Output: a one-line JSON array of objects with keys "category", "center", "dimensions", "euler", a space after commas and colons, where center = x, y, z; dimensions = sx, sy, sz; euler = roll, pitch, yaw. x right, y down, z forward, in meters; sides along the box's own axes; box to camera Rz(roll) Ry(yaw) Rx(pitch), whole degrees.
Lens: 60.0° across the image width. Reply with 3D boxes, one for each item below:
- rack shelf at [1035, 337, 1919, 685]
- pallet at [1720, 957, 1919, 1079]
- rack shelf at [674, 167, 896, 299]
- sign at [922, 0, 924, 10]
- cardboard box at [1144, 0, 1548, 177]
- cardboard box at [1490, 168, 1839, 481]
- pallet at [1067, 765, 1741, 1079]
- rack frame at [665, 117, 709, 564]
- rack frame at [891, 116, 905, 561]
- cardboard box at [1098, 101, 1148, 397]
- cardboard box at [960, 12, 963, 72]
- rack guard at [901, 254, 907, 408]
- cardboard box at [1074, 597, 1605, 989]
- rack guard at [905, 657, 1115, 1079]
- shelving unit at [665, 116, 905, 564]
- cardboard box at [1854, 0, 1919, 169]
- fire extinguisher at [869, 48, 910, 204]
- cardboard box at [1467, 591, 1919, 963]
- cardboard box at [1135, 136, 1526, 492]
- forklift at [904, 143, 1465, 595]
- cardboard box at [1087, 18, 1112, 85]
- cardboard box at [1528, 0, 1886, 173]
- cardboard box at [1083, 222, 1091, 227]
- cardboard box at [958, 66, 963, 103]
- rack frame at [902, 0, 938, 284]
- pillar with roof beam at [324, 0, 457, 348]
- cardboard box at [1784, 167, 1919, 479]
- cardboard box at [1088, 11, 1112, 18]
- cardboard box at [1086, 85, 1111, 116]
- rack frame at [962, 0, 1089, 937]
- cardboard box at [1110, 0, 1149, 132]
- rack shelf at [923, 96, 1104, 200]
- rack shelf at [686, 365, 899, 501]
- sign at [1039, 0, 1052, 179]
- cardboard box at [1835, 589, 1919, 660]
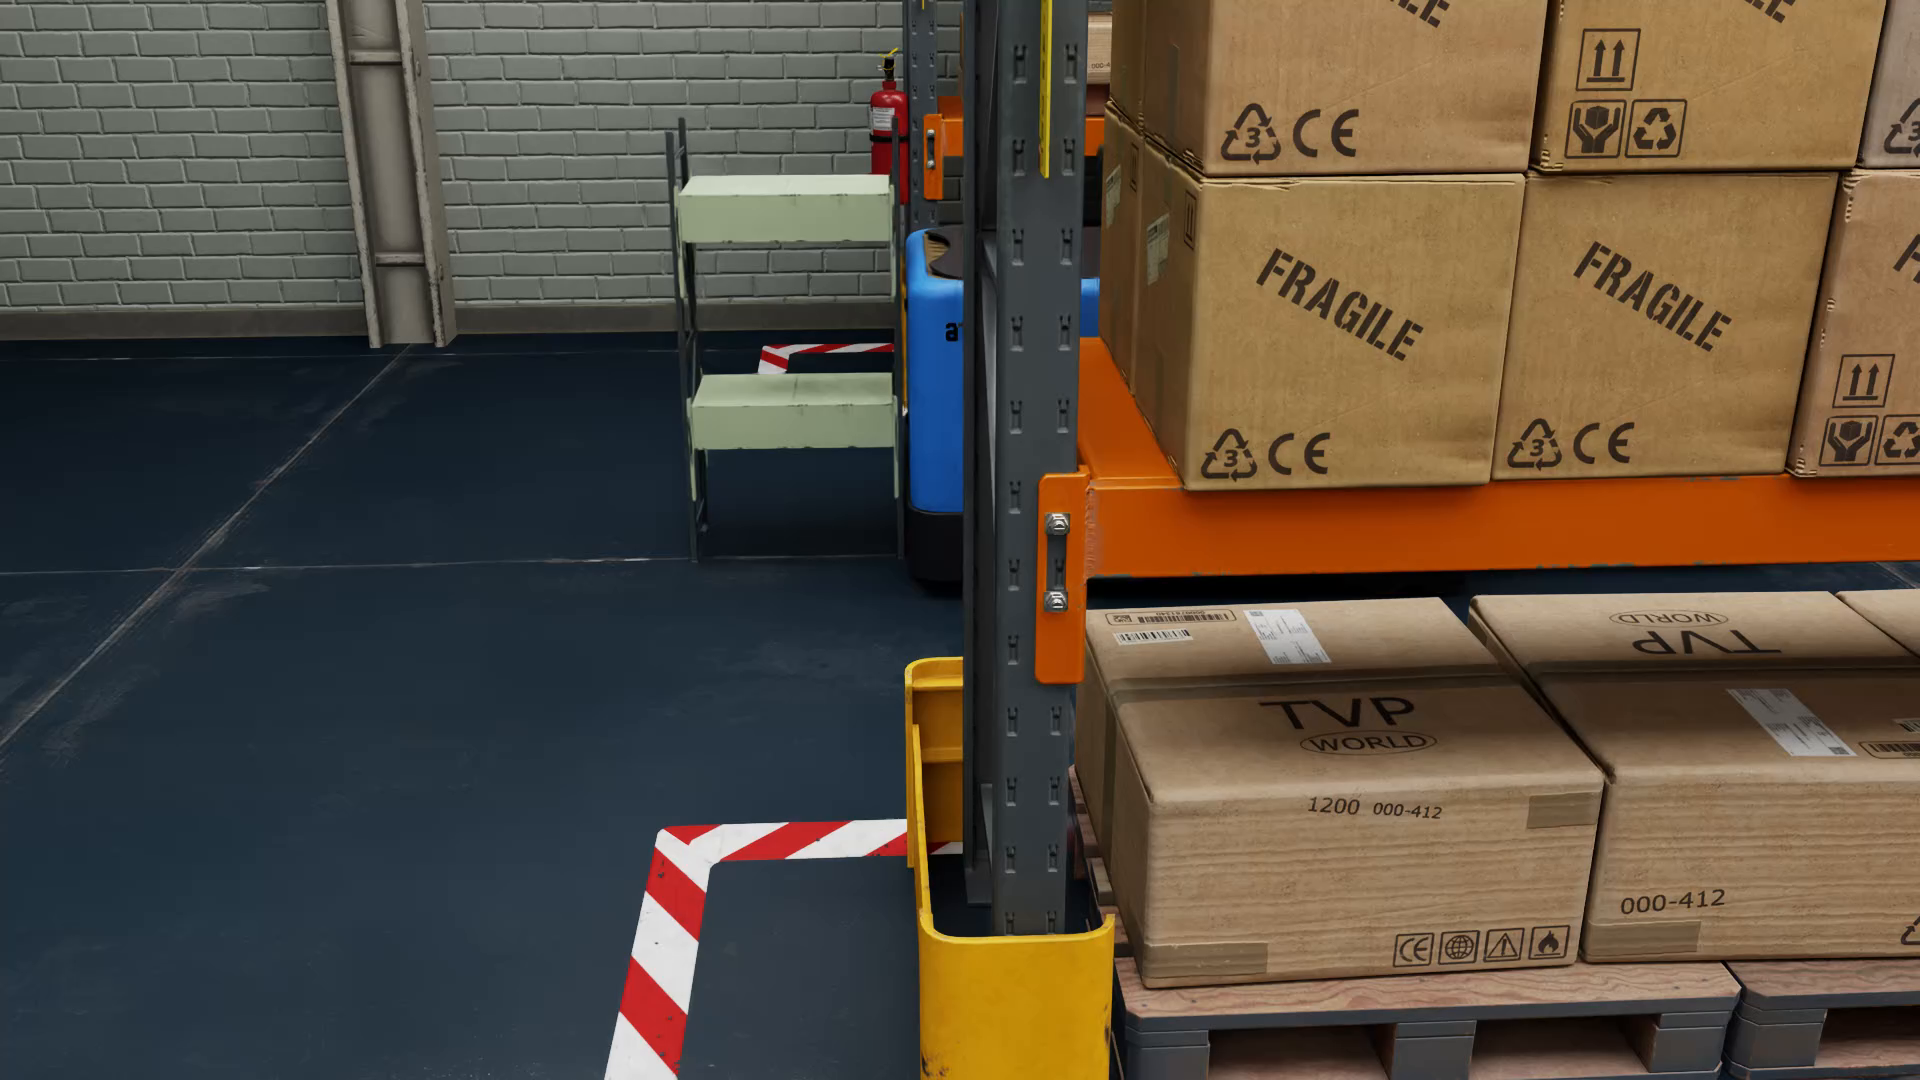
[{"category": "rack shelf", "center": [2.094, -0.152, 3.315], "dimensions": [4.000, 0.370, 1.077], "euler": [-1, 21, -3]}, {"category": "pallet", "center": [2.106, 0.788, 3.755], "dimensions": [1.213, 0.211, 1.003], "euler": [-1, 21, -3]}, {"category": "rack shelf", "center": [-0.584, -1.057, 5.692], "dimensions": [0.720, 0.370, 0.431], "euler": [-1, 21, -2]}, {"category": "sign", "center": [-0.159, -2.423, 7.052], "dimensions": [0.005, 0.325, 0.100], "euler": [-1, 21, -3]}, {"category": "cardboard box", "center": [0.593, -0.870, 2.645], "dimensions": [0.500, 0.500, 0.500], "euler": [-2, 21, -4]}, {"category": "cardboard box", "center": [1.096, -0.422, 2.874], "dimensions": [0.500, 0.500, 0.500], "euler": [-1, 21, -4]}, {"category": "pallet", "center": [0.891, 0.812, 3.693], "dimensions": [1.213, 0.211, 1.003], "euler": [-1, 21, -3]}, {"category": "rack frame", "center": [-0.949, -0.686, 5.816], "dimensions": [0.023, 1.500, 0.400], "euler": [-1, 21, -2]}, {"category": "rack frame", "center": [-0.218, -0.698, 5.846], "dimensions": [0.023, 1.500, 0.400], "euler": [-1, 21, -2]}, {"category": "cardboard box", "center": [0.564, -0.598, 3.336], "dimensions": [0.500, 0.500, 0.500], "euler": [-1, 21, -3]}, {"category": "cardboard box", "center": [0.254, -2.383, 7.958], "dimensions": [0.500, 0.250, 0.500], "euler": [-1, 21, -1]}, {"category": "rack guard", "center": [-0.114, -1.044, 8.161], "dimensions": [0.348, 0.500, 1.175], "euler": [-1, 21, -3]}, {"category": "cardboard box", "center": [0.751, 0.505, 3.590], "dimensions": [0.875, 0.438, 0.875], "euler": [-2, 21, -5]}, {"category": "rack guard", "center": [0.073, 0.721, 3.524], "dimensions": [0.348, 0.500, 1.175], "euler": [-1, 21, -3]}, {"category": "shelving unit", "center": [-0.584, -0.692, 5.831], "dimensions": [0.755, 1.500, 0.431], "euler": [-1, 21, -2]}, {"category": "cardboard box", "center": [1.622, -0.896, 2.714], "dimensions": [0.500, 0.500, 0.500], "euler": [-1, 21, -3]}, {"category": "fire extinguisher", "center": [-0.310, -1.833, 7.353], "dimensions": [0.183, 0.674, 0.296], "euler": [-1, 21, -3]}, {"category": "cardboard box", "center": [1.664, 0.483, 3.647], "dimensions": [0.875, 0.438, 0.875], "euler": [-1, 21, -2]}, {"category": "cardboard box", "center": [0.593, -0.402, 2.821], "dimensions": [0.500, 0.500, 0.500], "euler": [-1, 21, -3]}, {"category": "forklift", "center": [1.320, -1.372, 5.606], "dimensions": [3.031, 2.935, 1.130], "euler": [-1, 21, -2]}, {"category": "cardboard box", "center": [0.782, -2.203, 7.486], "dimensions": [0.500, 0.250, 0.500], "euler": [-1, 21, -2]}, {"category": "cardboard box", "center": [1.108, -0.883, 2.679], "dimensions": [0.500, 0.500, 0.500], "euler": [-2, 21, -5]}, {"category": "cardboard box", "center": [0.426, -1.219, 8.025], "dimensions": [0.637, 0.503, 0.797], "euler": [-2, 21, -5]}, {"category": "cardboard box", "center": [0.126, -2.195, 8.025], "dimensions": [0.250, 0.149, 0.380], "euler": [-1, 21, -4]}, {"category": "rack frame", "center": [-0.190, -2.211, 7.712], "dimensions": [0.127, 3.000, 1.000], "euler": [-1, 21, -3]}, {"category": "pillar with roof beam", "center": [-2.687, -3.751, 3.325], "dimensions": [0.400, 9.000, 9.100], "euler": [-1, 21, -3]}, {"category": "cardboard box", "center": [1.605, -0.426, 2.884], "dimensions": [0.500, 0.500, 0.500], "euler": [-1, 21, -3]}, {"category": "cardboard box", "center": [0.769, -2.393, 7.984], "dimensions": [0.500, 0.250, 0.500], "euler": [-1, 21, -3]}, {"category": "cardboard box", "center": [0.666, -2.042, 7.621], "dimensions": [0.250, 0.149, 0.380], "euler": [-1, 21, -4]}, {"category": "rack frame", "center": [0.097, -0.448, 3.081], "dimensions": [0.127, 3.000, 1.000], "euler": [-1, 21, -3]}, {"category": "cardboard box", "center": [0.565, -1.056, 3.133], "dimensions": [0.500, 0.500, 0.500], "euler": [0, 21, -1]}, {"category": "rack shelf", "center": [1.807, -1.915, 7.947], "dimensions": [4.000, 0.370, 1.077], "euler": [-1, 21, -3]}, {"category": "rack shelf", "center": [-0.584, -0.388, 5.947], "dimensions": [0.720, 0.370, 0.431], "euler": [-1, 21, -2]}, {"category": "sign", "center": [0.123, -0.692, 2.394], "dimensions": [0.005, 0.325, 0.100], "euler": [-1, 21, -3]}, {"category": "cardboard box", "center": [2.564, 0.465, 3.694], "dimensions": [0.875, 0.438, 0.875], "euler": [-2, 21, -5]}]
